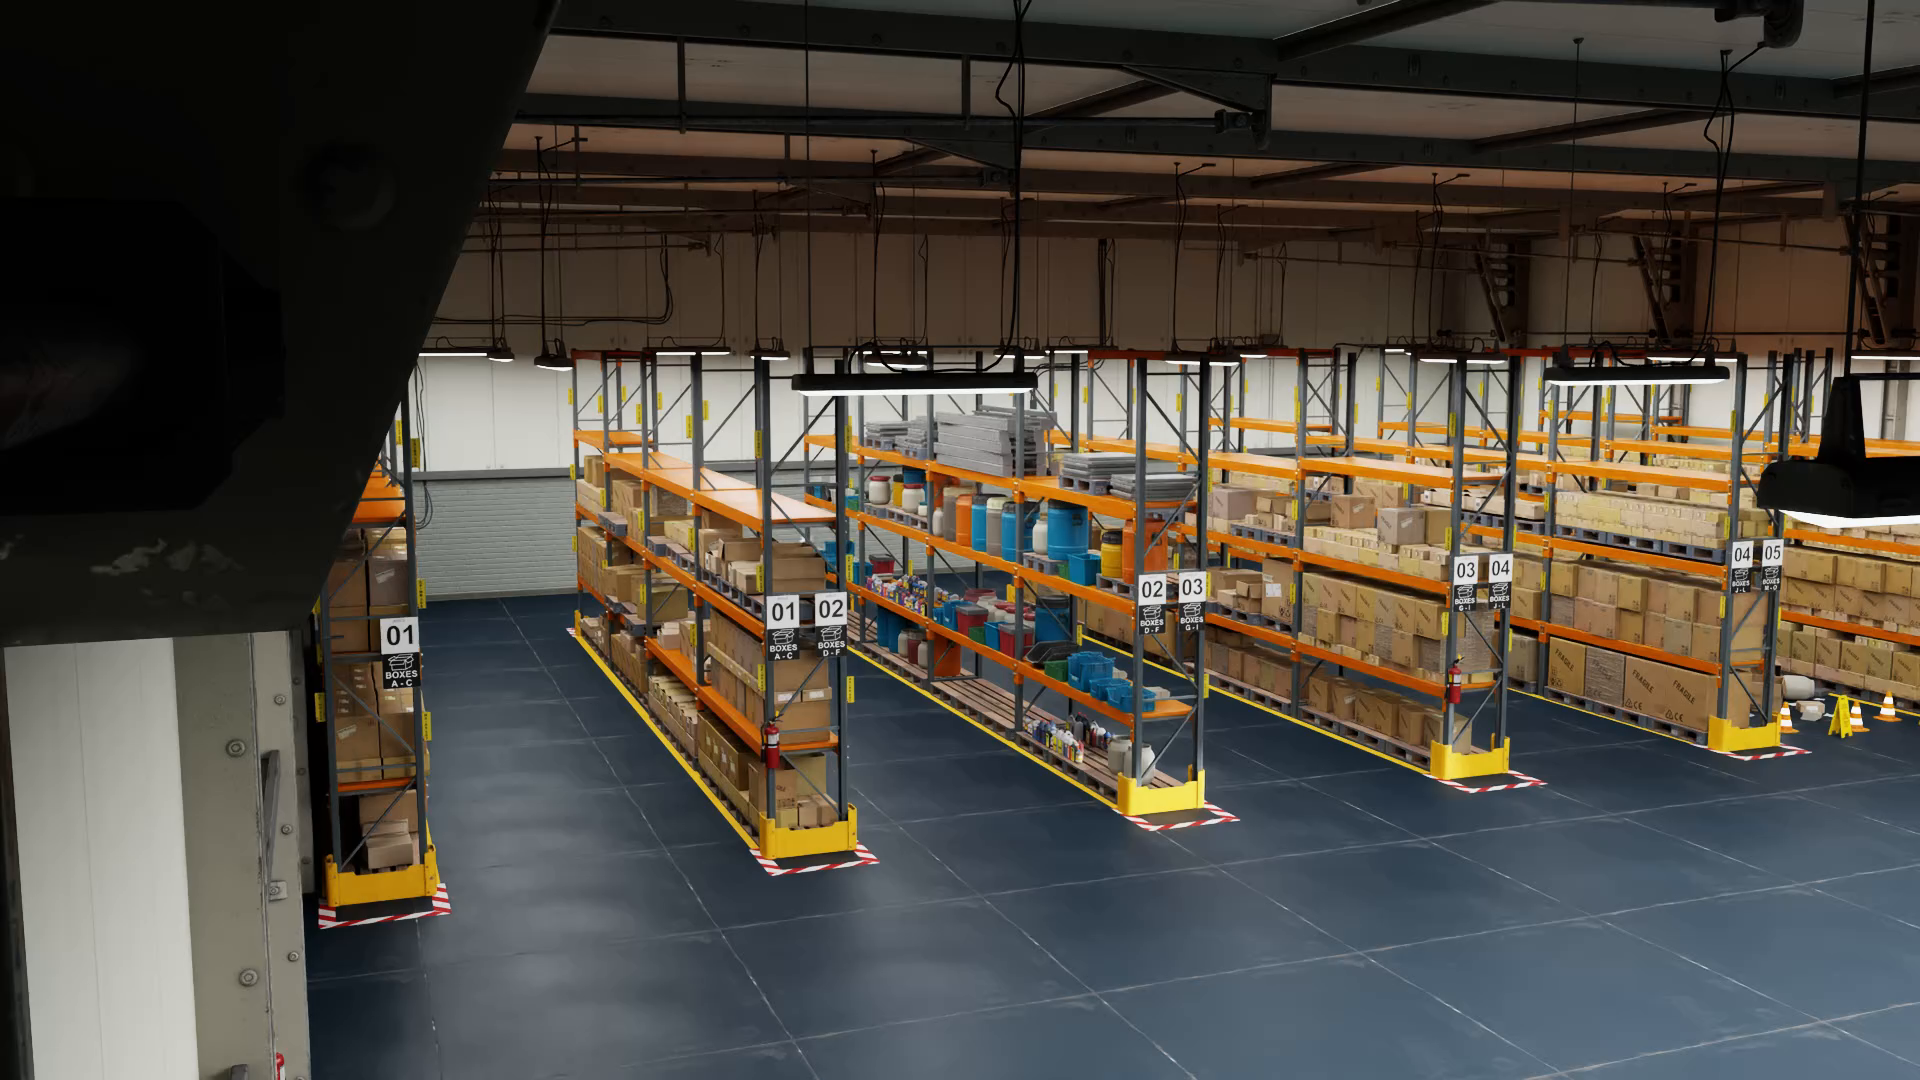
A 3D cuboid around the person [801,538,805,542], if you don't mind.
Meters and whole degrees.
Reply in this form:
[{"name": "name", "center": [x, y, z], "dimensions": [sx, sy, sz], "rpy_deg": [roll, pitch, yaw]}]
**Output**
[{"name": "person", "center": [-3.546, 0.780, 37.839], "dimensions": [1.143, 1.683, 0.553], "rpy_deg": [-5, 9, -36]}]
